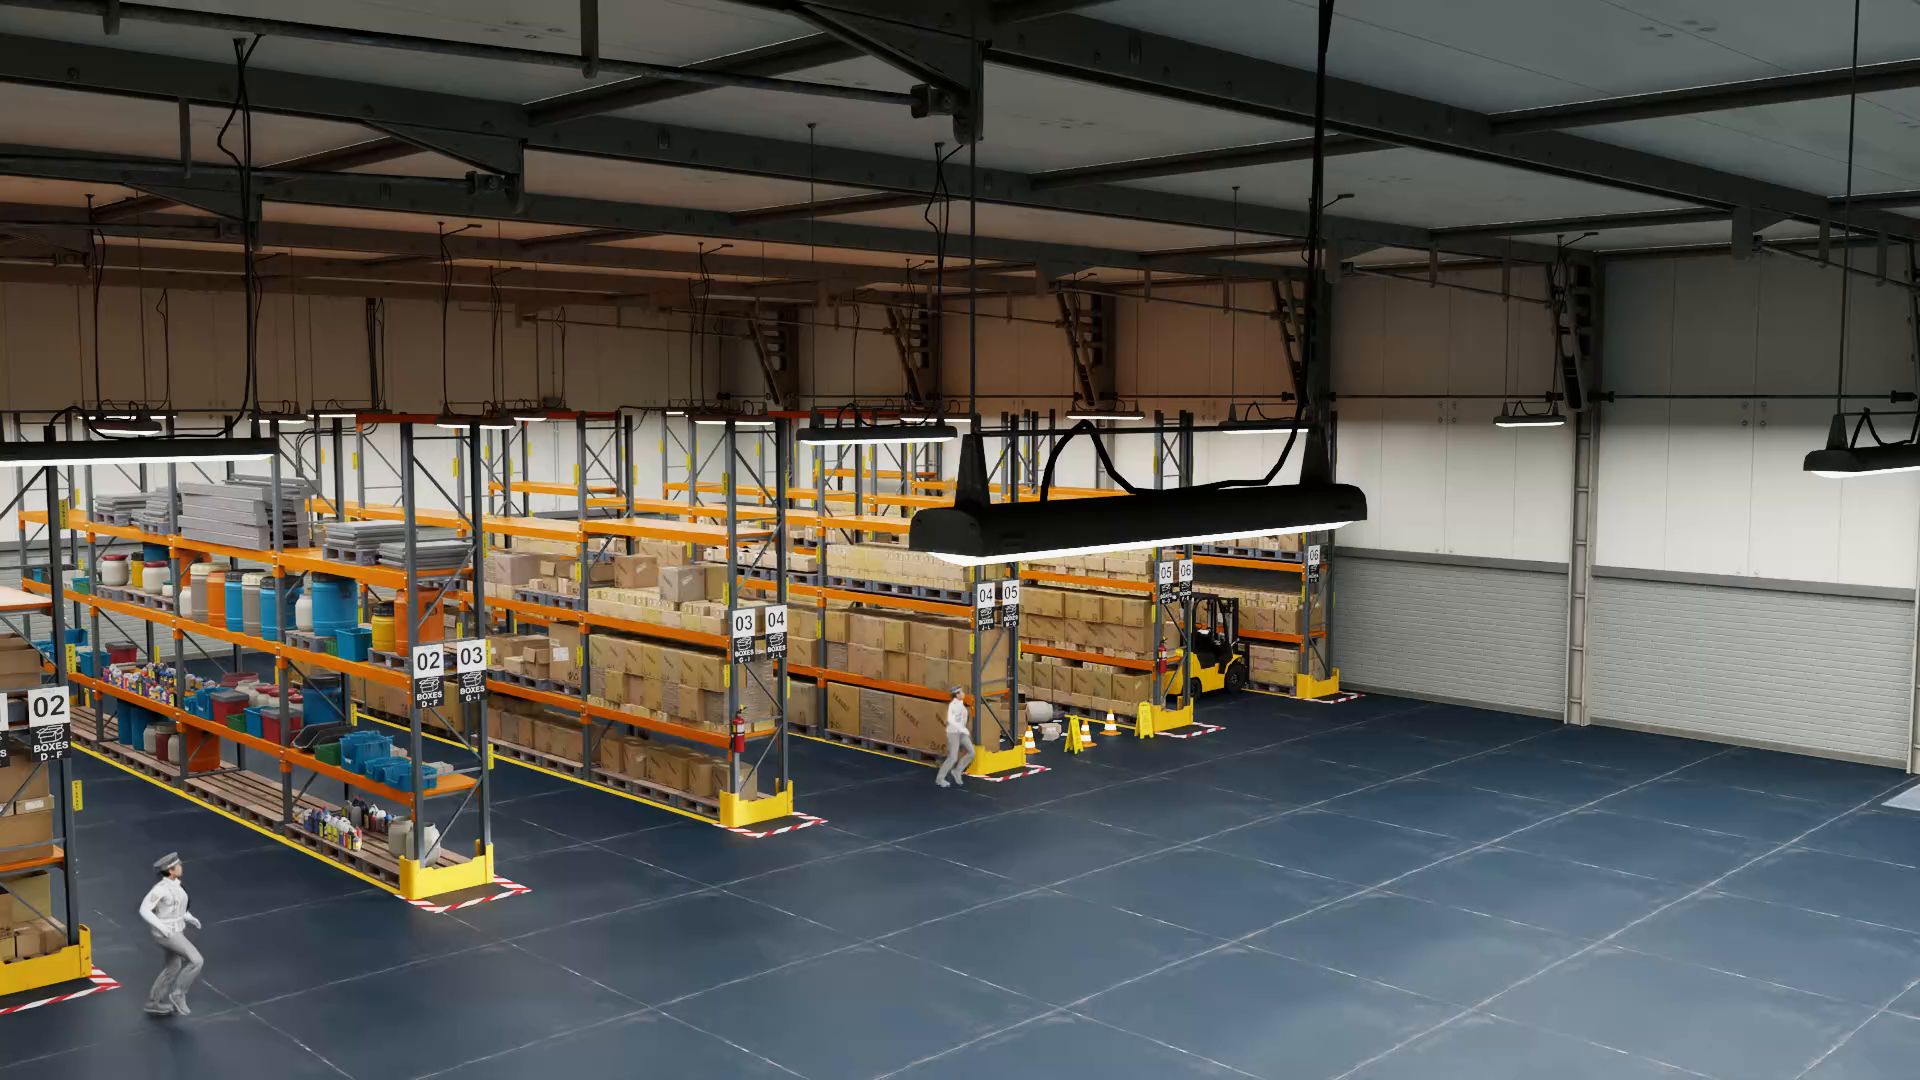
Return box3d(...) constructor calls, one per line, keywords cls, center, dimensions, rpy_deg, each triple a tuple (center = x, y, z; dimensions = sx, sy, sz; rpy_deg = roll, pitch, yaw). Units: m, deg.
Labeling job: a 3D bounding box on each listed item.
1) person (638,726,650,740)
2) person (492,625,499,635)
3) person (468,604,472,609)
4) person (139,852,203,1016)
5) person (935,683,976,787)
box3d(cls="person", center=(-5.766, 2.829, 30.473), dimensions=(0.788, 1.777, 0.651), rpy_deg=(4, 7, 41))
box3d(cls="person", center=(-9.438, 2.575, 33.634), dimensions=(0.780, 1.755, 0.591), rpy_deg=(5, 7, 44))
box3d(cls="person", center=(-11.043, 2.256, 37.348), dimensions=(0.613, 1.654, 0.977), rpy_deg=(-4, 7, -41))
box3d(cls="person", center=(-8.038, 4.023, 16.983), dimensions=(0.619, 1.676, 0.630), rpy_deg=(-1, 5, -11))
box3d(cls="person", center=(-0.039, 3.160, 27.063), dimensions=(0.612, 1.659, 0.673), rpy_deg=(2, 5, 20))
